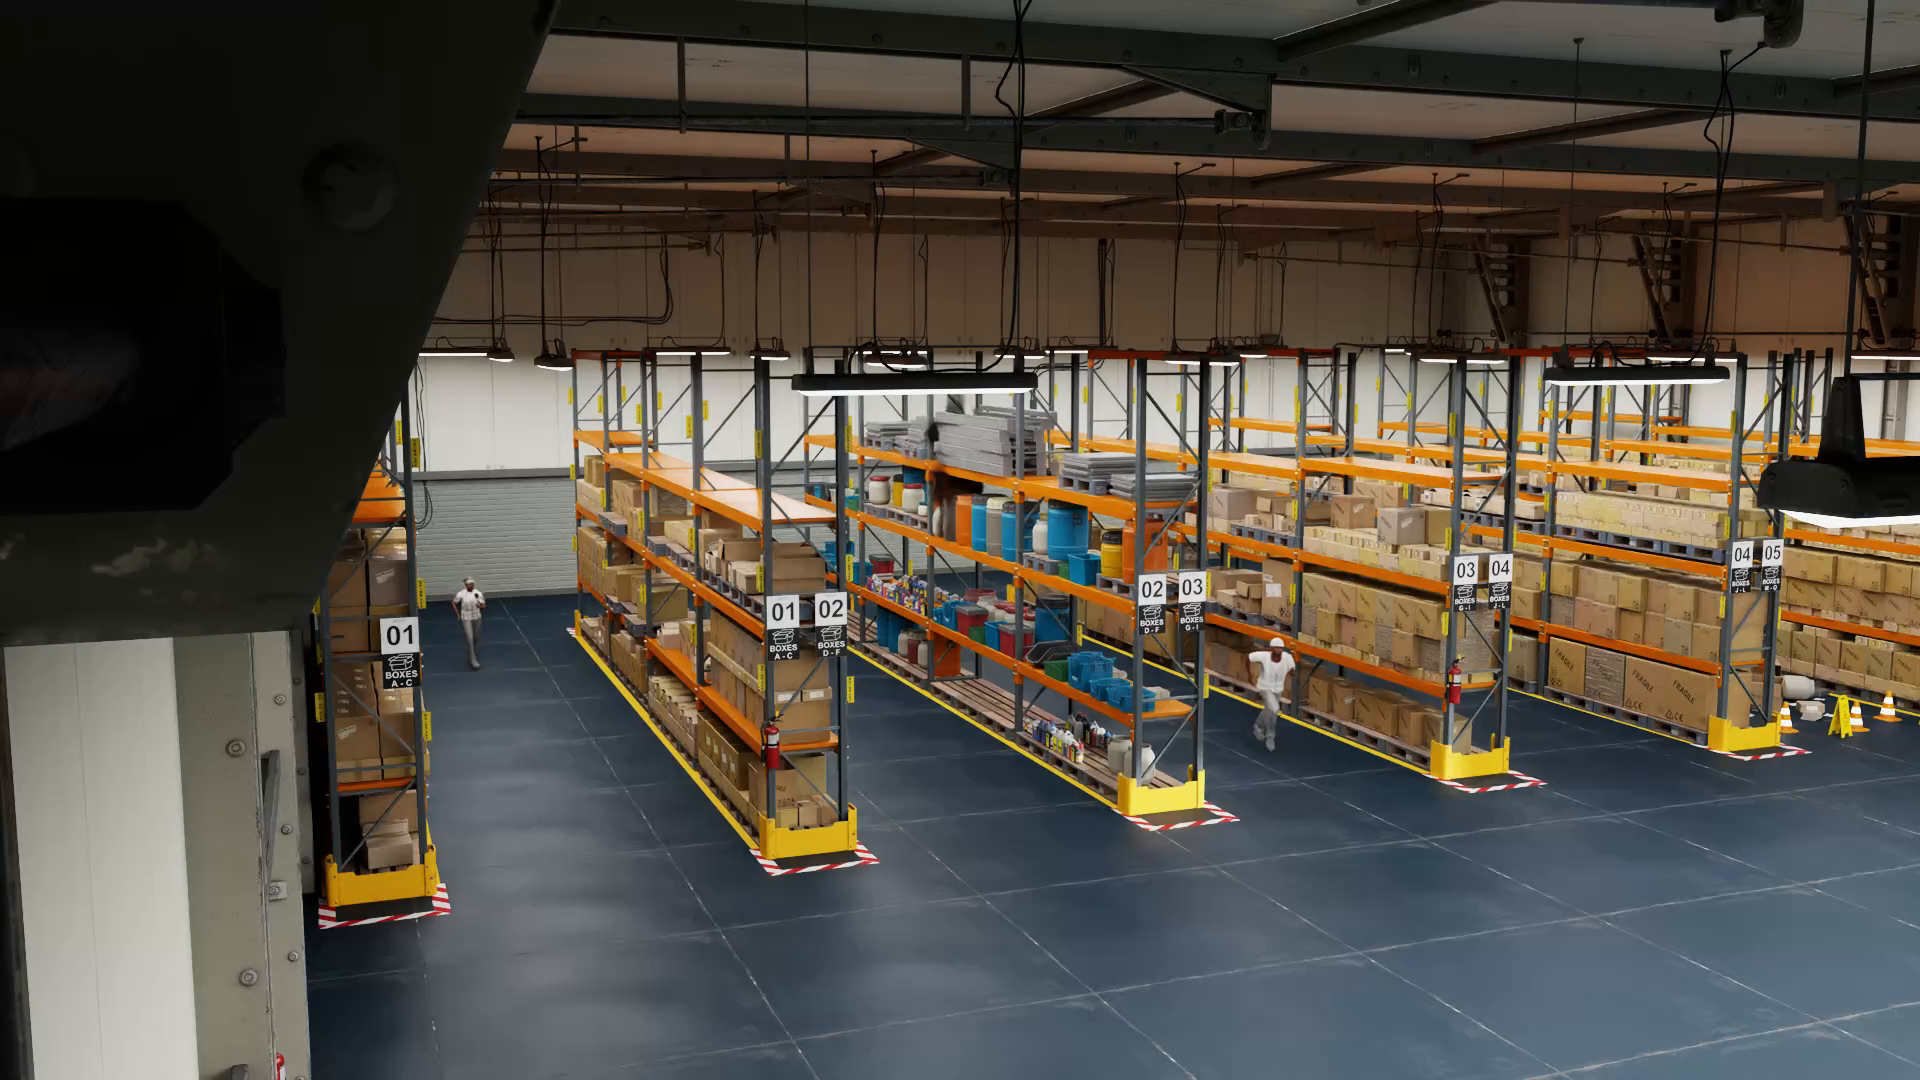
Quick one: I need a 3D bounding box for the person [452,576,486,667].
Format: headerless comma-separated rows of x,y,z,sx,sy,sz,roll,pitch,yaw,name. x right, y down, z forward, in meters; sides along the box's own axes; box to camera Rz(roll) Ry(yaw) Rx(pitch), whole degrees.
-9.353,1.523,31.781,0.573,1.691,0.938,-5,9,-34,person

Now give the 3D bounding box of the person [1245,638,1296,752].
4.741,2.318,25.437,0.686,1.745,0.936,-3,8,-20,person
